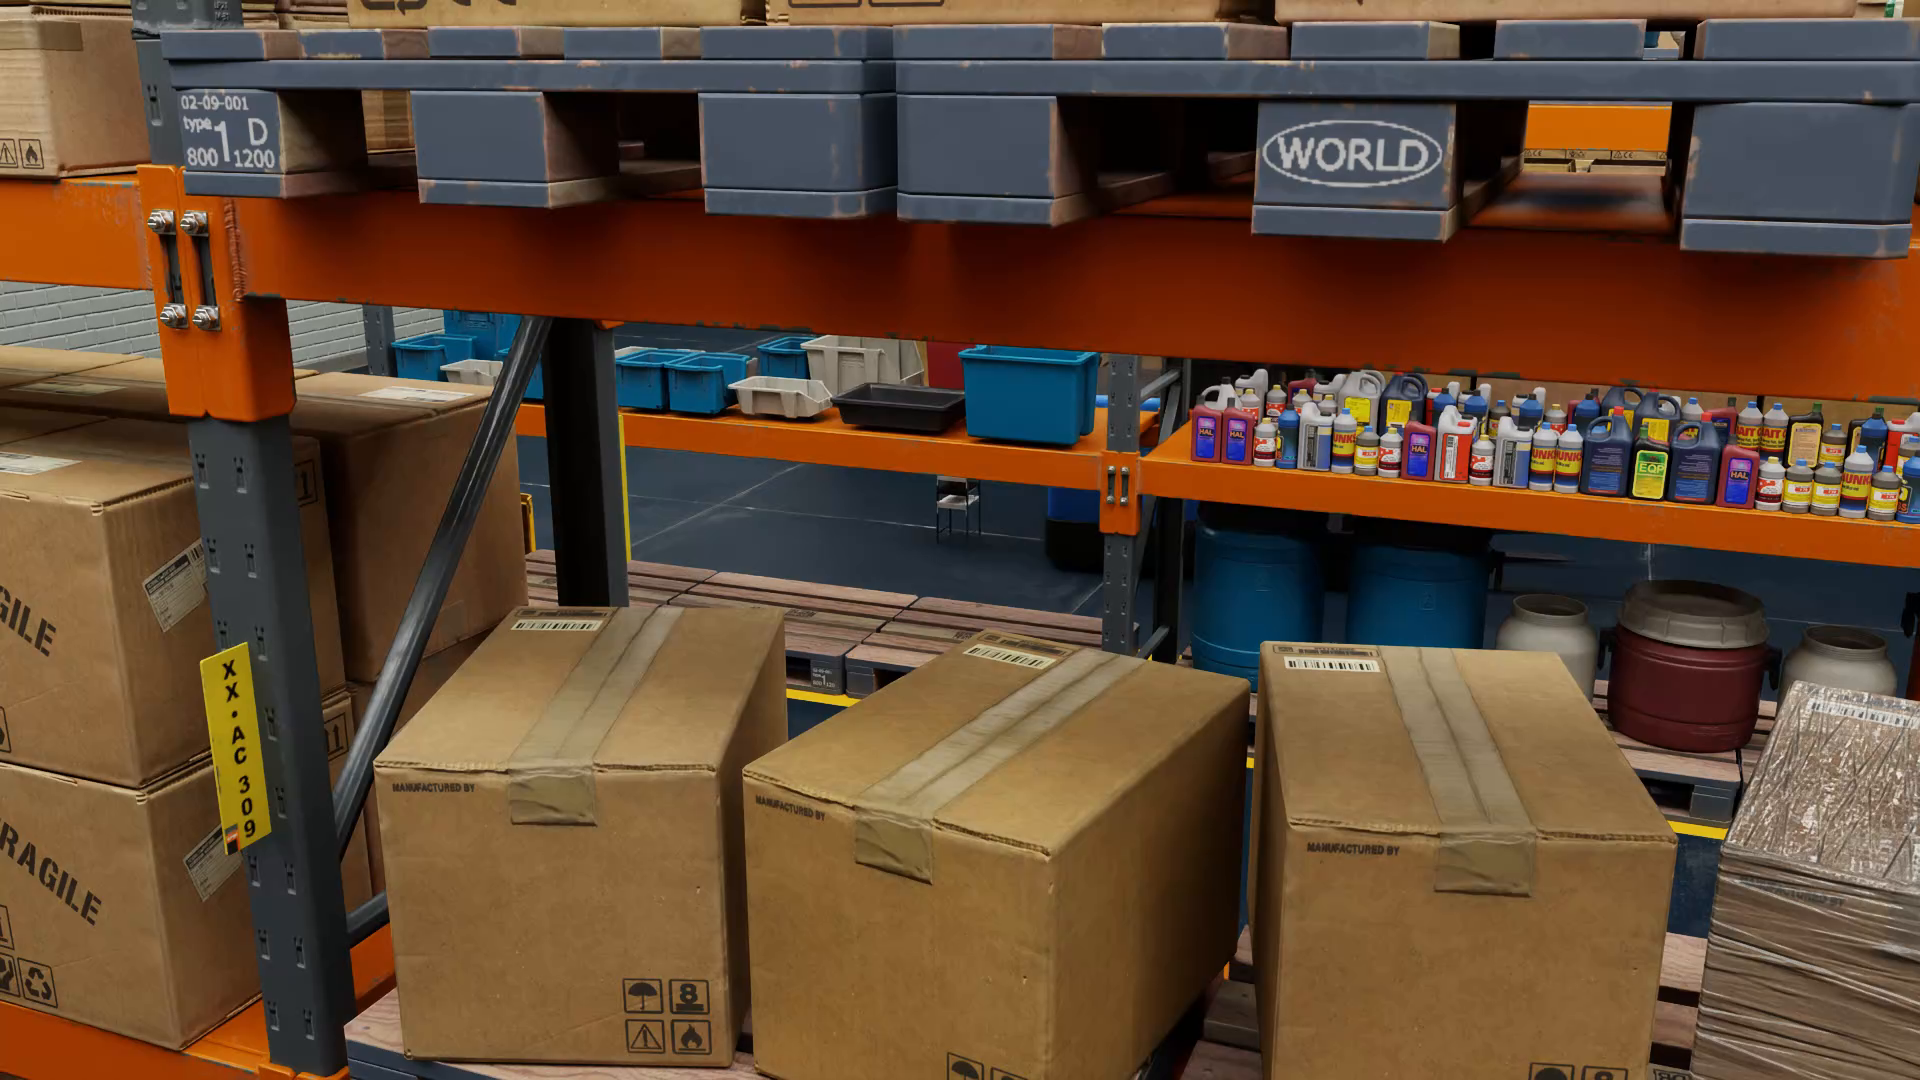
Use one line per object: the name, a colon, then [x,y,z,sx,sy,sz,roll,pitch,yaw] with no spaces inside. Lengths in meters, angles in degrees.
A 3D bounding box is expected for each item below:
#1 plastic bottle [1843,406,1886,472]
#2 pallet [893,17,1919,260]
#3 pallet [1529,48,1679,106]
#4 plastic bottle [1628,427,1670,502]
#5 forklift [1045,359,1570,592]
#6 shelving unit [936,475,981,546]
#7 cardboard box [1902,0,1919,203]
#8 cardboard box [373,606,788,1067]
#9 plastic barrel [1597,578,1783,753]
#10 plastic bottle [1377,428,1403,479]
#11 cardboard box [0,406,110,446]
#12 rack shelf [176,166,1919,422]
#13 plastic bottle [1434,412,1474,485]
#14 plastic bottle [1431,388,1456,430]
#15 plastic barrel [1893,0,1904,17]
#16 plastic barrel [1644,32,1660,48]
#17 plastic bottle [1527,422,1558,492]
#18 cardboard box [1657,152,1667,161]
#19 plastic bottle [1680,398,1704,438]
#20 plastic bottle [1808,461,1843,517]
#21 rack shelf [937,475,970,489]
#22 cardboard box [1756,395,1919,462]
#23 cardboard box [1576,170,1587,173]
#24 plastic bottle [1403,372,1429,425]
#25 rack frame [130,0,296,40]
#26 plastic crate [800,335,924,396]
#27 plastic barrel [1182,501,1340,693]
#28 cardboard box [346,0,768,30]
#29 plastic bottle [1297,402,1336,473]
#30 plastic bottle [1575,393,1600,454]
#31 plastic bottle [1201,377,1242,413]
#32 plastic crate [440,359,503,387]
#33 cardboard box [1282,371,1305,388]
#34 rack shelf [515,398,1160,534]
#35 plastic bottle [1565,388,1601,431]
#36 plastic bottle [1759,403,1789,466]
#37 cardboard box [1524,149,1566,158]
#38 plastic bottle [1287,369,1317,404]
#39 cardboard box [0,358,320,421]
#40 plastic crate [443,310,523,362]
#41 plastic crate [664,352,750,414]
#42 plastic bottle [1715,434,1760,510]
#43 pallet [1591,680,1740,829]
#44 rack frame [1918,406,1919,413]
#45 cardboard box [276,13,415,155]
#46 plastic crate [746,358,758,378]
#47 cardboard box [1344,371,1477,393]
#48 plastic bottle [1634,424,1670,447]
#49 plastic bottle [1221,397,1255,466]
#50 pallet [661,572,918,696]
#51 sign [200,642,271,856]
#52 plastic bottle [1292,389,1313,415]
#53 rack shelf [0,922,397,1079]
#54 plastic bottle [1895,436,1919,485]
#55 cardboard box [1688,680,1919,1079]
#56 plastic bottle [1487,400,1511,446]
plastic bottle: [3.778,-0.418,6.943,0.133,0.283,0.061,6,17,21]
pallet: [0.605,-0.558,2.173,1.003,0.211,1.213,6,17,21]
pallet: [2.701,-1.862,6.666,1.213,0.211,1.003,6,17,21]
plastic bottle: [2.708,-0.297,6.527,0.133,0.283,0.061,6,17,21]
forklift: [2.090,-1.270,9.791,3.031,2.935,1.130,4,17,13]
shelving unit: [-0.008,-0.433,10.551,0.210,0.900,0.258,6,17,21]
cardboard box: [1.403,-0.619,1.865,0.500,0.500,0.910,6,17,21]
cardboard box: [-0.583,0.459,2.781,0.500,0.500,0.700,1,16,2]
plastic barrel: [3.089,0.522,7.067,0.708,0.588,0.600,6,17,21]
plastic bottle: [1.790,-0.364,6.905,0.097,0.201,0.097,0,16,0]
cardboard box: [-1.984,0.038,3.191,0.500,0.500,0.500,6,17,20]
rack shelf: [0.919,-0.288,2.197,4.000,0.370,1.077,6,17,21]
plastic bottle: [2.032,-0.382,6.831,0.135,0.276,0.152,6,17,21]
plastic bottle: [2.145,-0.541,7.387,0.097,0.271,0.097,0,16,0]
plastic barrel: [3.549,-1.921,6.024,0.301,0.262,0.301,0,16,0]
plastic barrel: [2.523,-2.430,6.632,0.708,0.901,0.600,6,17,21]
plastic bottle: [2.345,-0.337,6.685,0.097,0.271,0.097,0,16,0]
cardboard box: [8.537,-4.744,19.662,0.500,0.500,0.500,6,17,21]
plastic bottle: [3.144,-0.477,7.166,0.097,0.271,0.097,0,16,0]
plastic bottle: [3.300,-0.198,6.333,0.097,0.201,0.097,0,16,0]
rack shelf: [-0.008,-0.401,10.560,0.200,0.077,0.258,6,17,21]
cardboard box: [5.784,-0.815,11.158,0.875,0.875,1.225,5,17,18]
cardboard box: [5.777,-3.344,15.442,0.250,0.149,0.380,6,17,20]
plastic bottle: [2.027,-0.631,7.554,0.185,0.351,0.144,6,17,21]
rack frame: [-0.941,-2.279,2.383,0.127,3.000,1.000,6,17,21]
plastic crate: [-0.473,-0.858,8.354,0.530,0.282,0.437,6,17,21]
plastic barrel: [1.379,0.184,7.671,0.708,0.901,0.600,6,17,21]
cardboard box: [-0.500,-1.066,2.472,0.600,0.600,0.600,5,17,15]
plastic bottle: [1.511,-0.439,7.029,0.135,0.276,0.152,6,17,21]
plastic bottle: [2.734,-0.503,7.258,0.097,0.271,0.097,0,16,0]
plastic bottle: [1.126,-0.534,7.223,0.185,0.351,0.144,6,17,21]
plastic crate: [-2.465,-0.829,8.513,0.298,0.136,0.250,6,17,21]
cardboard box: [2.112,-1.236,12.610,0.875,0.875,0.875,6,17,21]
rack shelf: [-0.981,-0.541,8.449,4.000,0.370,1.077,6,17,21]
plastic bottle: [2.747,-0.532,7.334,0.133,0.283,0.061,6,17,21]
plastic bottle: [3.450,-0.443,7.050,0.097,0.271,0.097,0,16,0]
cardboard box: [7.120,-4.901,20.202,0.500,0.500,0.500,6,17,20]
plastic bottle: [1.597,-0.658,7.769,0.133,0.283,0.061,6,17,21]
cardboard box: [-1.757,-0.100,3.665,0.500,0.500,0.500,6,17,19]
plastic crate: [-2.461,-1.151,9.089,0.499,0.435,0.616,6,17,21]
plastic crate: [-1.229,-0.764,8.117,0.300,0.233,0.416,6,17,21]
plastic bottle: [3.004,-0.265,6.415,0.133,0.283,0.061,6,17,21]
pallet: [2.721,0.871,7.295,1.213,0.211,1.003,6,17,21]
rack frame: [6.418,-1.558,10.659,0.127,3.000,1.000,6,17,21]
cardboard box: [-1.303,-0.880,3.215,0.500,0.250,0.500,6,17,21]
plastic crate: [-1.202,-0.876,8.677,0.250,0.136,0.298,6,17,21]
cardboard box: [3.300,-1.088,12.099,0.875,0.875,1.225,6,17,21]
plastic bottle: [2.731,-0.313,6.581,0.133,0.283,0.061,6,17,21]
plastic bottle: [1.188,-0.464,7.103,0.133,0.283,0.061,6,17,21]
pallet: [-0.958,0.467,8.685,1.213,0.211,1.003,6,17,21]
sign: [-1.133,0.328,2.612,0.005,0.325,0.100,6,17,21]
plastic bottle: [1.584,-0.596,7.704,0.097,0.201,0.097,0,16,0]
rack shelf: [-2.802,0.743,4.025,4.000,0.370,1.077,6,17,21]
plastic bottle: [3.858,-0.319,6.748,0.097,0.201,0.097,0,16,0]
cardboard box: [1.372,0.583,2.352,0.500,0.500,0.700,10,19,31]
plastic bottle: [2.417,-0.523,7.451,0.097,0.201,0.097,0,16,0]
